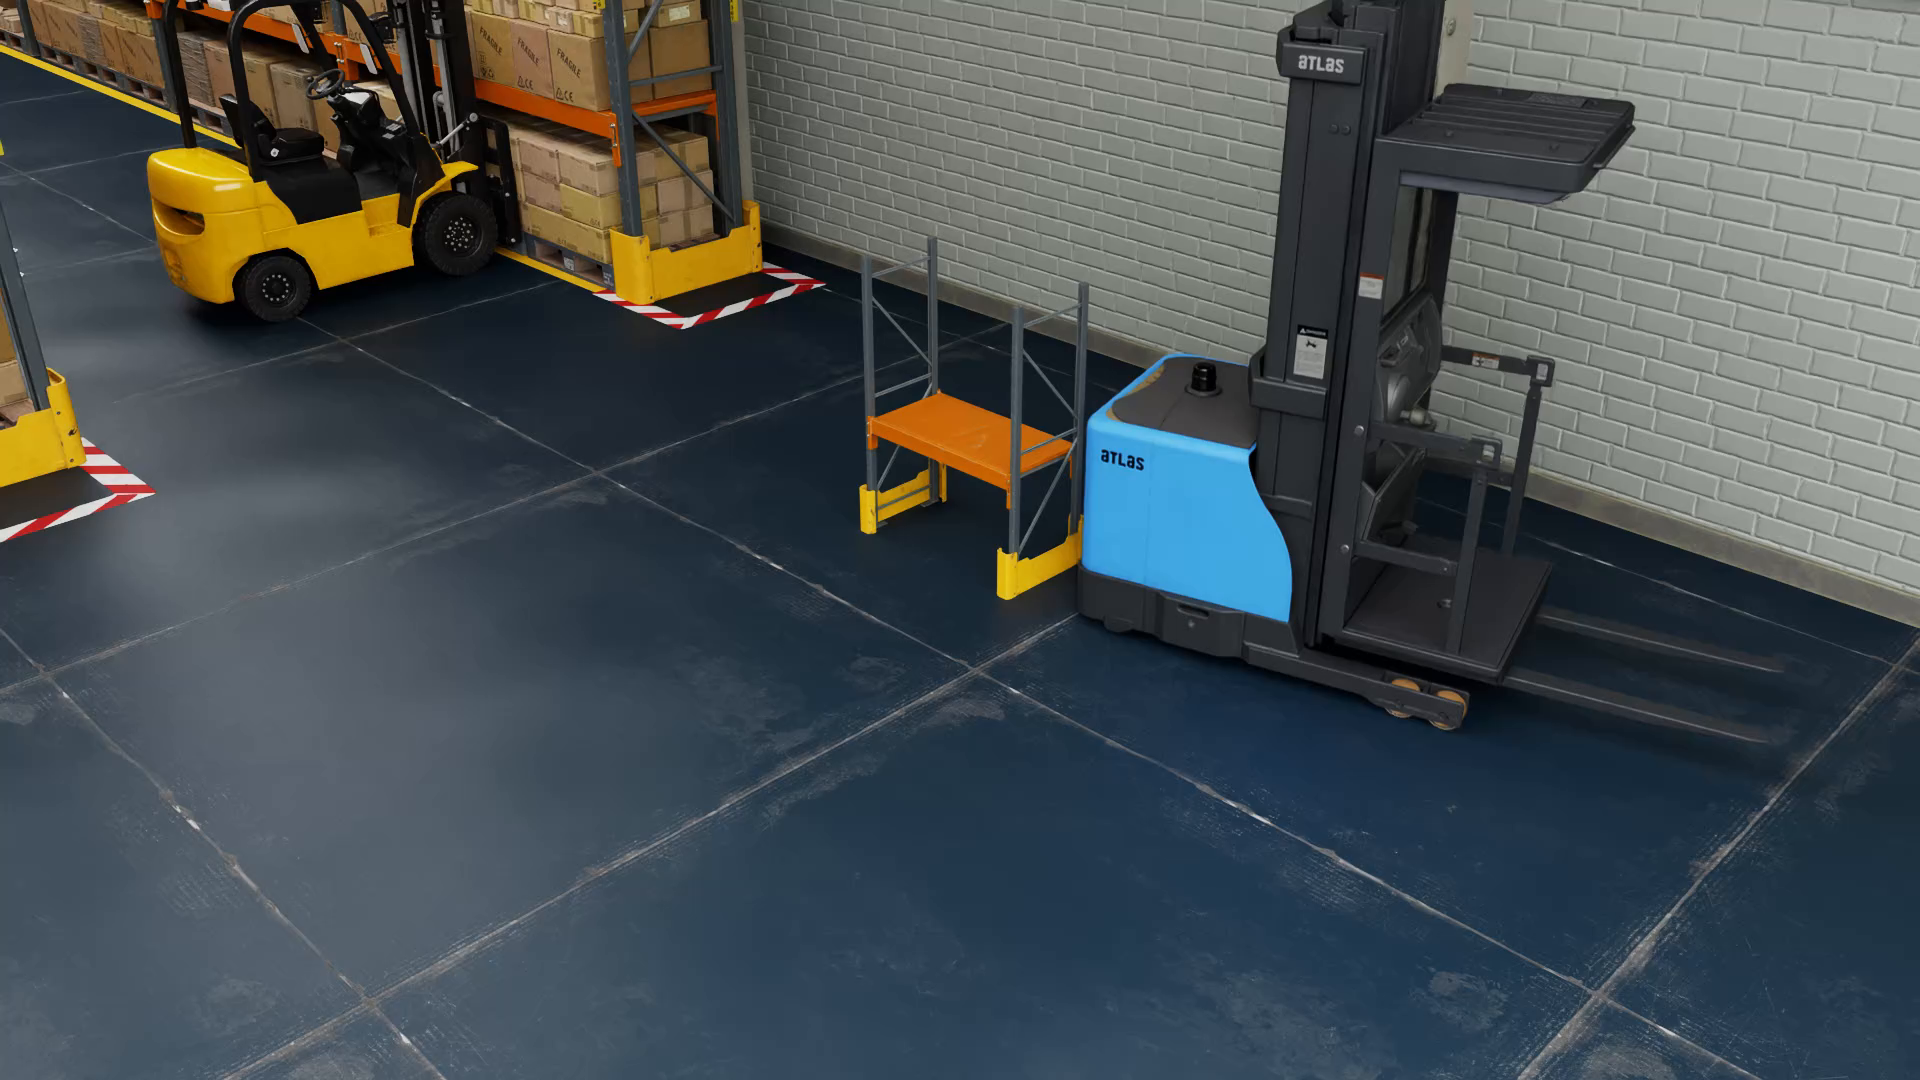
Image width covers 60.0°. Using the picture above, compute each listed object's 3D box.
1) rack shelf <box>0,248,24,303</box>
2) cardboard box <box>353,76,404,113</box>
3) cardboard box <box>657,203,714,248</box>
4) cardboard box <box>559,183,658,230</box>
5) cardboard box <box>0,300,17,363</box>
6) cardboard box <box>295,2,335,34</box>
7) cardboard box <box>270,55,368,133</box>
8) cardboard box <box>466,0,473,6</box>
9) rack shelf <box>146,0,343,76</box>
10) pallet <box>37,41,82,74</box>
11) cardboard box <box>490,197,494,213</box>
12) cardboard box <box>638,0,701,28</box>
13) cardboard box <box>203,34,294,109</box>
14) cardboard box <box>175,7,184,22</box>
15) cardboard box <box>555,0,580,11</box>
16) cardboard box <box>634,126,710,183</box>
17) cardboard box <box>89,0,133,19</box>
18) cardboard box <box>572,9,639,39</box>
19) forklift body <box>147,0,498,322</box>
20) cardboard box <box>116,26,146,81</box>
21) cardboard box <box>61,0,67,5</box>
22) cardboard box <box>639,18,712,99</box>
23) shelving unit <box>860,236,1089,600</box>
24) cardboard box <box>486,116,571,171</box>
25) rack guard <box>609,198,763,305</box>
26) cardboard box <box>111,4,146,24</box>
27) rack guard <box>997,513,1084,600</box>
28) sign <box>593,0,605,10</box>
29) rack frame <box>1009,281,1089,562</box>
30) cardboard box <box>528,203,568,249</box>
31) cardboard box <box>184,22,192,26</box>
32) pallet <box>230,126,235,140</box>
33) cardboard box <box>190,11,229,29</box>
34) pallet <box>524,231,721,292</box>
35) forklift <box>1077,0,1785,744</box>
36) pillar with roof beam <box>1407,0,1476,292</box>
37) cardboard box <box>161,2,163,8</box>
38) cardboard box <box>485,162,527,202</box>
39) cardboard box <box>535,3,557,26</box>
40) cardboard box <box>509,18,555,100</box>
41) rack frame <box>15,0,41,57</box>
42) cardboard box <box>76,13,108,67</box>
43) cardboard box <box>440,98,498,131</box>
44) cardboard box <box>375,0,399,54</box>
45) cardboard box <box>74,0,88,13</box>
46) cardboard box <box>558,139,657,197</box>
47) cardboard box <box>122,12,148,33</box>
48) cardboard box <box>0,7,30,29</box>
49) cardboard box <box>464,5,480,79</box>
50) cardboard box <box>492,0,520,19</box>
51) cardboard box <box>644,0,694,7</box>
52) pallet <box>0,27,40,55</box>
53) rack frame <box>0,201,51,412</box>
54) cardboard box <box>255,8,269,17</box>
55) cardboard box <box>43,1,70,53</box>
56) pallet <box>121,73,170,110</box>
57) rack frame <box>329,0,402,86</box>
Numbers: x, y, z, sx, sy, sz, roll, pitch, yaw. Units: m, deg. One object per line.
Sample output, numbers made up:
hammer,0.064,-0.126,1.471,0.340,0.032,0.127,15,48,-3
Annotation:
rack shelf,-6.928,-1.950,10.009,4.000,0.370,1.077,25,36,38
cardboard box,-4.752,-3.719,14.029,0.500,0.250,0.500,24,36,38
cardboard box,-2.238,-2.458,12.706,0.500,0.250,0.500,25,37,39
cardboard box,-2.591,-2.510,12.266,0.500,0.250,0.500,24,36,38
cardboard box,-5.901,-1.279,9.657,0.500,0.500,0.500,23,36,37
cardboard box,-5.420,-4.581,14.400,0.500,0.250,0.500,-24,36,-38
cardboard box,-5.805,-4.127,15.475,0.625,0.625,0.875,24,36,38
cardboard box,-3.515,-4.138,12.592,0.250,0.149,0.380,24,36,38
rack shelf,-6.303,-4.904,15.626,4.000,0.370,1.077,25,36,38
pallet,-9.975,-5.693,19.350,1.213,0.211,1.003,25,36,38
cardboard box,-3.666,-2.775,13.308,0.500,0.250,0.500,-24,36,-38
cardboard box,-2.085,-3.793,11.935,0.250,0.149,0.380,23,36,37
cardboard box,-6.823,-4.591,16.358,0.875,0.625,0.625,-24,36,-38
cardboard box,-8.287,-5.665,17.838,0.380,0.149,0.250,-25,37,-39
cardboard box,-2.626,-3.845,11.714,0.250,0.149,0.380,25,36,38
cardboard box,-2.235,-2.895,12.462,0.500,0.250,0.500,24,36,38
cardboard box,-9.185,-5.760,18.020,0.250,0.149,0.380,23,35,36
cardboard box,-2.469,-3.616,11.599,0.380,0.149,0.250,-25,36,-38
forklift body,-4.656,-2.902,11.958,1.214,2.155,2.313,25,36,38
cardboard box,-8.531,-5.188,17.627,0.500,0.500,0.500,24,36,38
cardboard box,-9.865,-6.112,18.687,0.250,0.149,0.380,24,36,38
cardboard box,-2.183,-3.562,12.195,0.500,0.500,0.500,-24,36,-38
shelving unit,0.054,-0.639,8.354,1.083,1.500,0.587,25,36,38
cardboard box,-3.307,-3.049,12.754,0.500,0.250,0.500,-25,37,-39
rack guard,-2.008,-2.150,12.302,0.348,0.500,1.175,25,36,38
cardboard box,-8.789,-5.599,17.713,0.380,0.149,0.250,-24,36,-38
rack guard,0.409,0.077,8.335,0.087,0.250,0.587,25,36,38
sign,-2.415,-3.706,11.077,0.005,0.325,0.100,25,36,38
rack frame,0.423,-0.470,8.033,0.032,1.500,0.500,25,36,38
cardboard box,-2.929,-2.447,12.684,0.500,0.250,0.500,25,36,38
cardboard box,-8.170,-5.351,17.939,0.500,0.500,0.500,25,37,39
pallet,-6.304,-3.961,16.056,1.213,0.211,1.003,25,36,38
cardboard box,-7.883,-5.515,17.553,0.380,0.149,0.250,-23,35,-37
pallet,-2.600,-2.266,12.832,1.213,0.211,1.003,25,36,38
forklift,2.101,-0.760,7.046,3.031,2.935,1.130,15,31,26
pillar with roof beam,-0.629,-3.060,4.900,0.400,9.000,9.100,25,36,38
cardboard box,-8.636,-5.854,18.197,0.250,0.149,0.380,24,36,37
cardboard box,-3.324,-2.838,12.891,0.500,0.250,0.500,24,36,37
cardboard box,-2.814,-3.794,11.939,0.380,0.149,0.250,-24,36,-38
cardboard box,-2.923,-3.554,12.179,0.500,0.500,0.500,-24,36,-38
rack frame,-10.582,-7.180,19.182,0.127,3.000,1.000,25,36,38
cardboard box,-9.290,-5.521,18.261,0.500,0.500,0.500,23,35,37
cardboard box,-4.032,-3.390,13.403,0.500,0.250,0.500,-24,36,-38
cardboard box,-4.361,-4.218,13.441,0.500,0.500,0.500,-25,36,-38
cardboard box,-9.537,-5.936,18.353,0.380,0.149,0.250,-24,36,-37
cardboard box,-2.572,-2.723,12.134,0.500,0.250,0.500,-24,36,-38
cardboard box,-8.476,-5.397,17.329,0.250,0.149,0.380,22,35,36
cardboard box,-11.439,-6.356,20.102,0.396,0.266,0.258,-24,36,-37
cardboard box,-3.655,-3.882,12.802,0.500,0.500,0.500,25,37,39
cardboard box,-3.206,-3.951,12.236,0.250,0.149,0.380,23,36,37
cardboard box,-2.115,-3.908,11.835,0.250,0.149,0.380,24,36,37
pallet,-11.071,-6.170,20.257,1.213,0.211,1.003,25,36,38
rack frame,-5.502,-1.616,8.600,0.127,3.000,1.000,25,36,38
cardboard box,-6.115,-4.915,15.036,0.500,0.250,0.500,25,37,39
cardboard box,-10.008,-5.856,18.899,0.500,0.500,0.500,24,36,38
pallet,-8.235,-4.897,17.836,1.213,0.211,1.003,25,36,38
rack frame,-4.877,-4.570,14.217,0.127,3.000,1.000,25,36,38
